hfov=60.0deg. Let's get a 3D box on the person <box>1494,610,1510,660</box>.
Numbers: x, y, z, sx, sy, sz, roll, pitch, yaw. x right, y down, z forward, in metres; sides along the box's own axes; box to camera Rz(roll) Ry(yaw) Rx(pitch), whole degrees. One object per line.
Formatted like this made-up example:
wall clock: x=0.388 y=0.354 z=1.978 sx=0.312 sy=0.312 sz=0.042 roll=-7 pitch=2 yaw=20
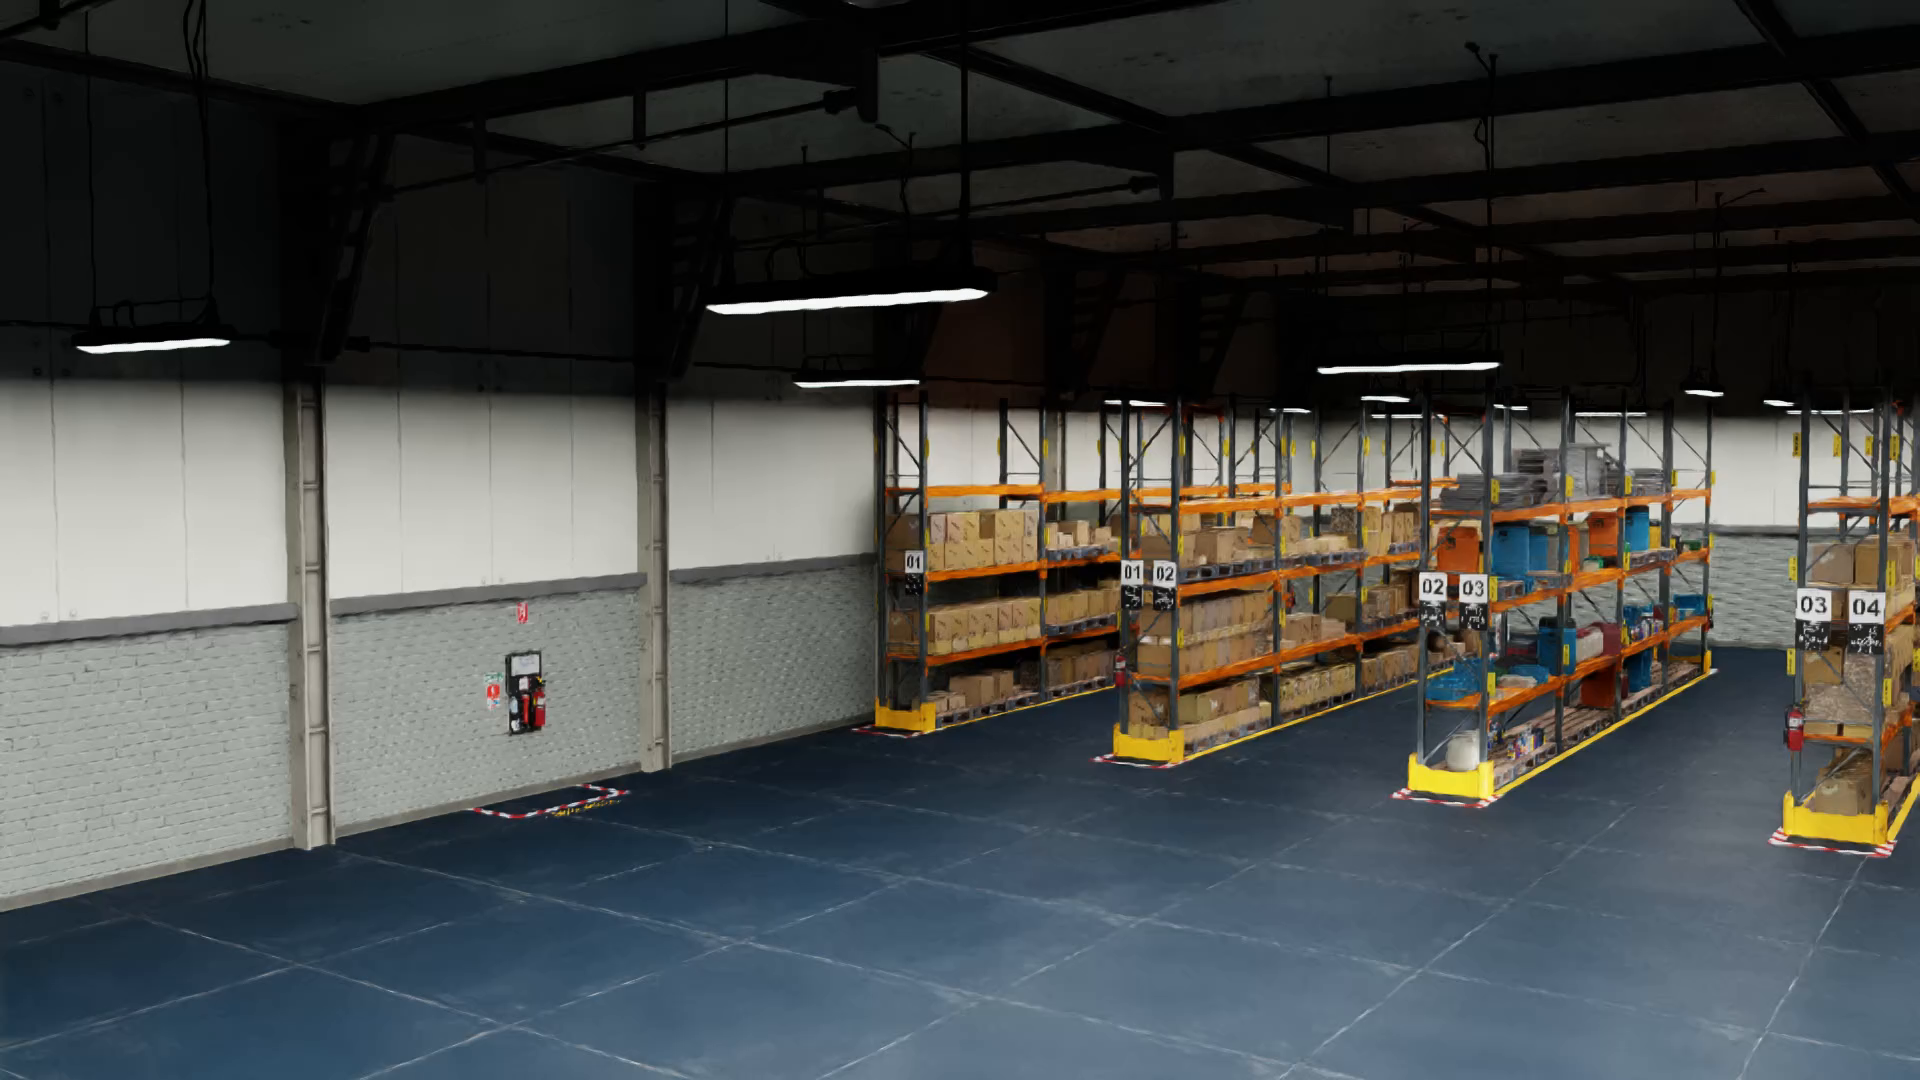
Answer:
person: x=11.257 y=2.187 z=34.608 sx=0.444 sy=1.786 sz=0.598 roll=1 pitch=3 yaw=11
